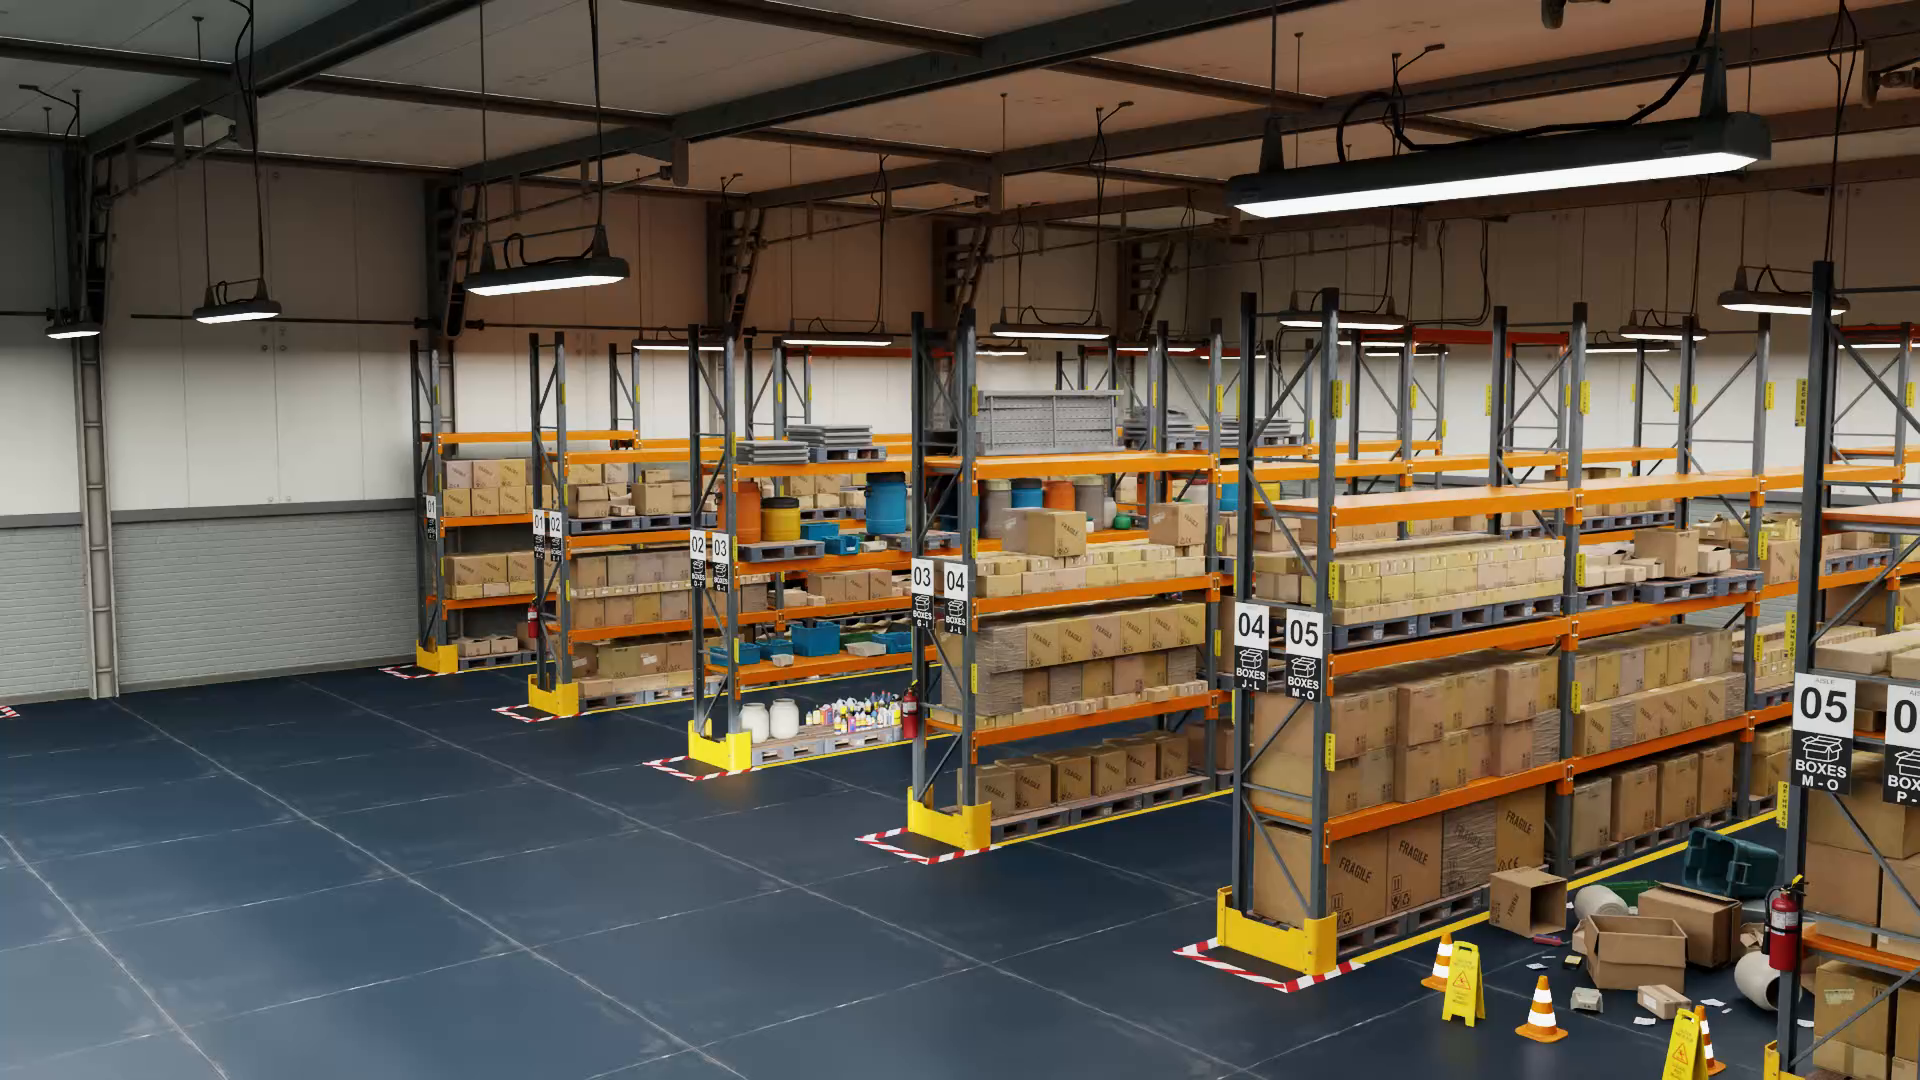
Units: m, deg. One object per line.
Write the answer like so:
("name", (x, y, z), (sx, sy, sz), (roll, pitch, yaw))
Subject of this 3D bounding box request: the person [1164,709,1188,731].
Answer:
("person", (3.041, 1.833, 23.595), (0.818, 1.741, 0.713), (-5, 7, -41))

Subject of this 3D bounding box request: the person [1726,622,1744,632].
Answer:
("person", (11.420, 2.050, 24.528), (0.824, 1.719, 0.562), (-4, 7, -39))

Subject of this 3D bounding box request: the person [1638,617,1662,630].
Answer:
("person", (10.609, 1.934, 25.418), (0.714, 1.780, 1.011), (5, 7, 44))
